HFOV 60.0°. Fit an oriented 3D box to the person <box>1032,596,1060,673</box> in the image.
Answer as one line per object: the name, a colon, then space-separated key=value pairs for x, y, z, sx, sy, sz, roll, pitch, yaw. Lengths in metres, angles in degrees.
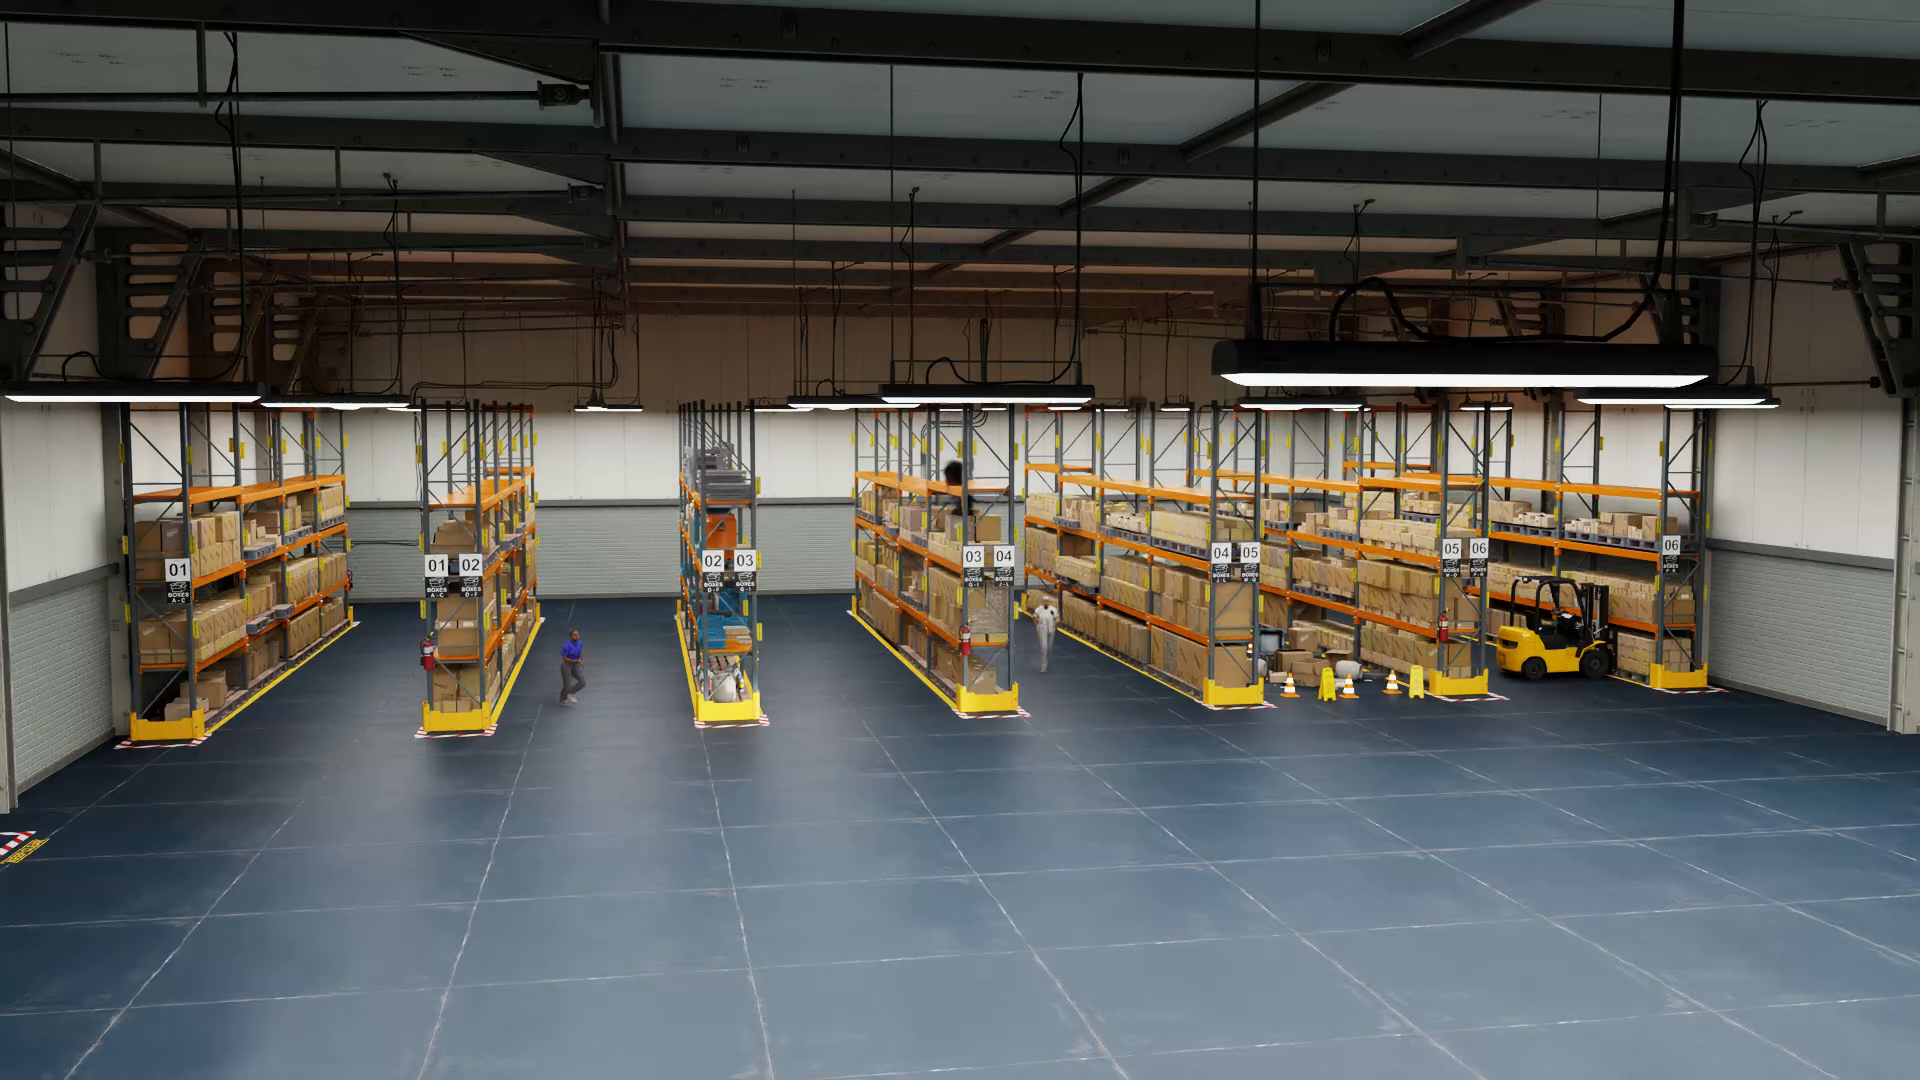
person: x=1.931 y=2.087 z=37.274 sx=0.600 sy=1.698 sz=0.818 roll=-1 pitch=4 yaw=-10

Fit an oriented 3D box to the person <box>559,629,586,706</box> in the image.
person: x=-7.581 y=2.508 z=32.590 sx=0.778 sy=1.524 sz=0.578 roll=4 pitch=6 yaw=40

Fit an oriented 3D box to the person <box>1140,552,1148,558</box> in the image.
person: x=5.667 y=1.006 z=51.098 sx=0.898 sy=1.676 sz=0.622 roll=-2 pitch=5 yaw=-22
